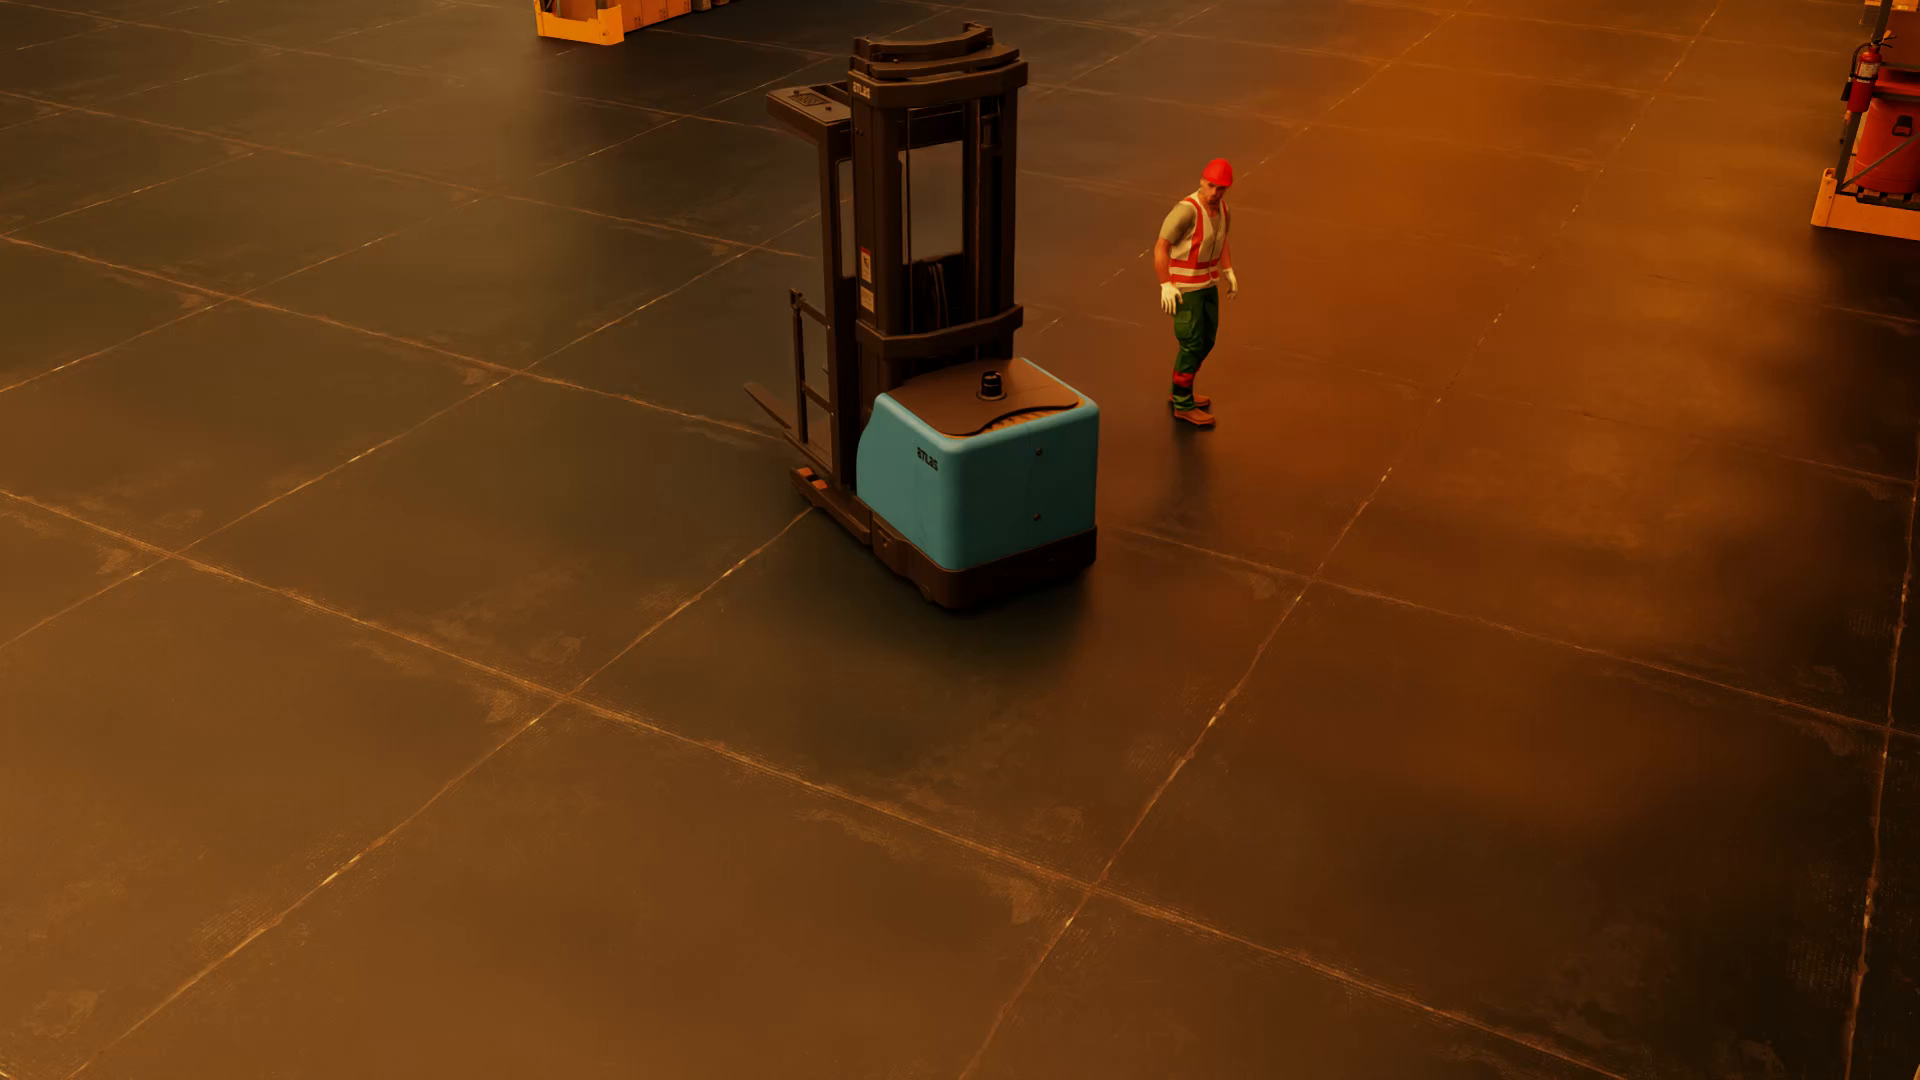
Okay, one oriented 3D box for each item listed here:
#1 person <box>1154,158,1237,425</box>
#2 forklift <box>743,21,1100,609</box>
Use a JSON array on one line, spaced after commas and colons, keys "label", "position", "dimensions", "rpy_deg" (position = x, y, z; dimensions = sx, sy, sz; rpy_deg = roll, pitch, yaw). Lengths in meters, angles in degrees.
[{"label": "person", "position": [1.625, -1.672, 11.131], "dimensions": [0.500, 1.770, 0.754], "rpy_deg": [23, 37, 34]}, {"label": "forklift", "position": [-0.412, -1.588, 9.823], "dimensions": [1.130, 2.935, 3.031], "rpy_deg": [-17, 34, -27]}]
